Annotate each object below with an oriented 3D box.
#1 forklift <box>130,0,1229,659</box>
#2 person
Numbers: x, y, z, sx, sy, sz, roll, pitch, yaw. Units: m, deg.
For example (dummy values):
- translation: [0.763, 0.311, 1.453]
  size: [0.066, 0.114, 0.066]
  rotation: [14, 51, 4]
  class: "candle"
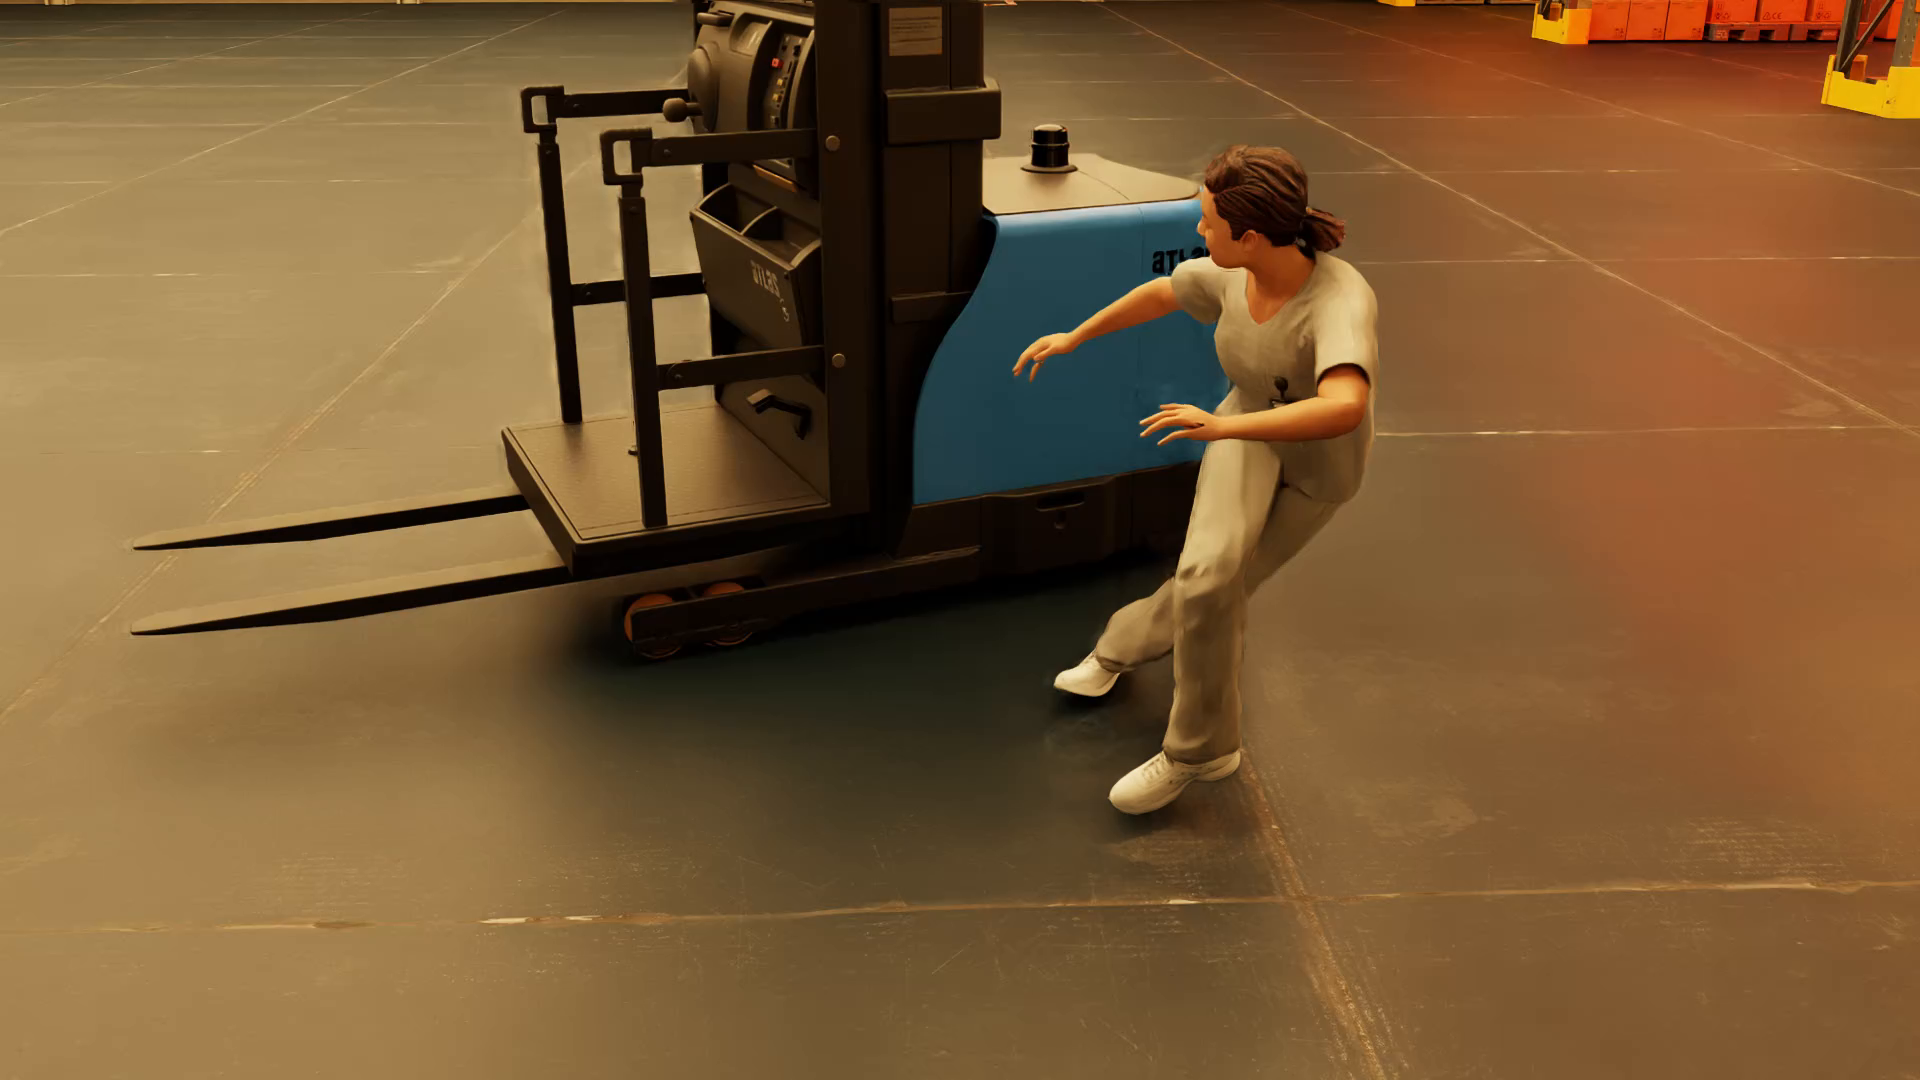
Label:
- translation: [-0.749, -1.272, 4.402]
  size: [3.031, 2.935, 1.130]
  rotation: [-9, 23, -23]
  class: "forklift"
- translation: [0.479, -0.138, 3.546]
  size: [0.878, 1.419, 0.892]
  rotation: [13, 25, 29]
  class: "person"
